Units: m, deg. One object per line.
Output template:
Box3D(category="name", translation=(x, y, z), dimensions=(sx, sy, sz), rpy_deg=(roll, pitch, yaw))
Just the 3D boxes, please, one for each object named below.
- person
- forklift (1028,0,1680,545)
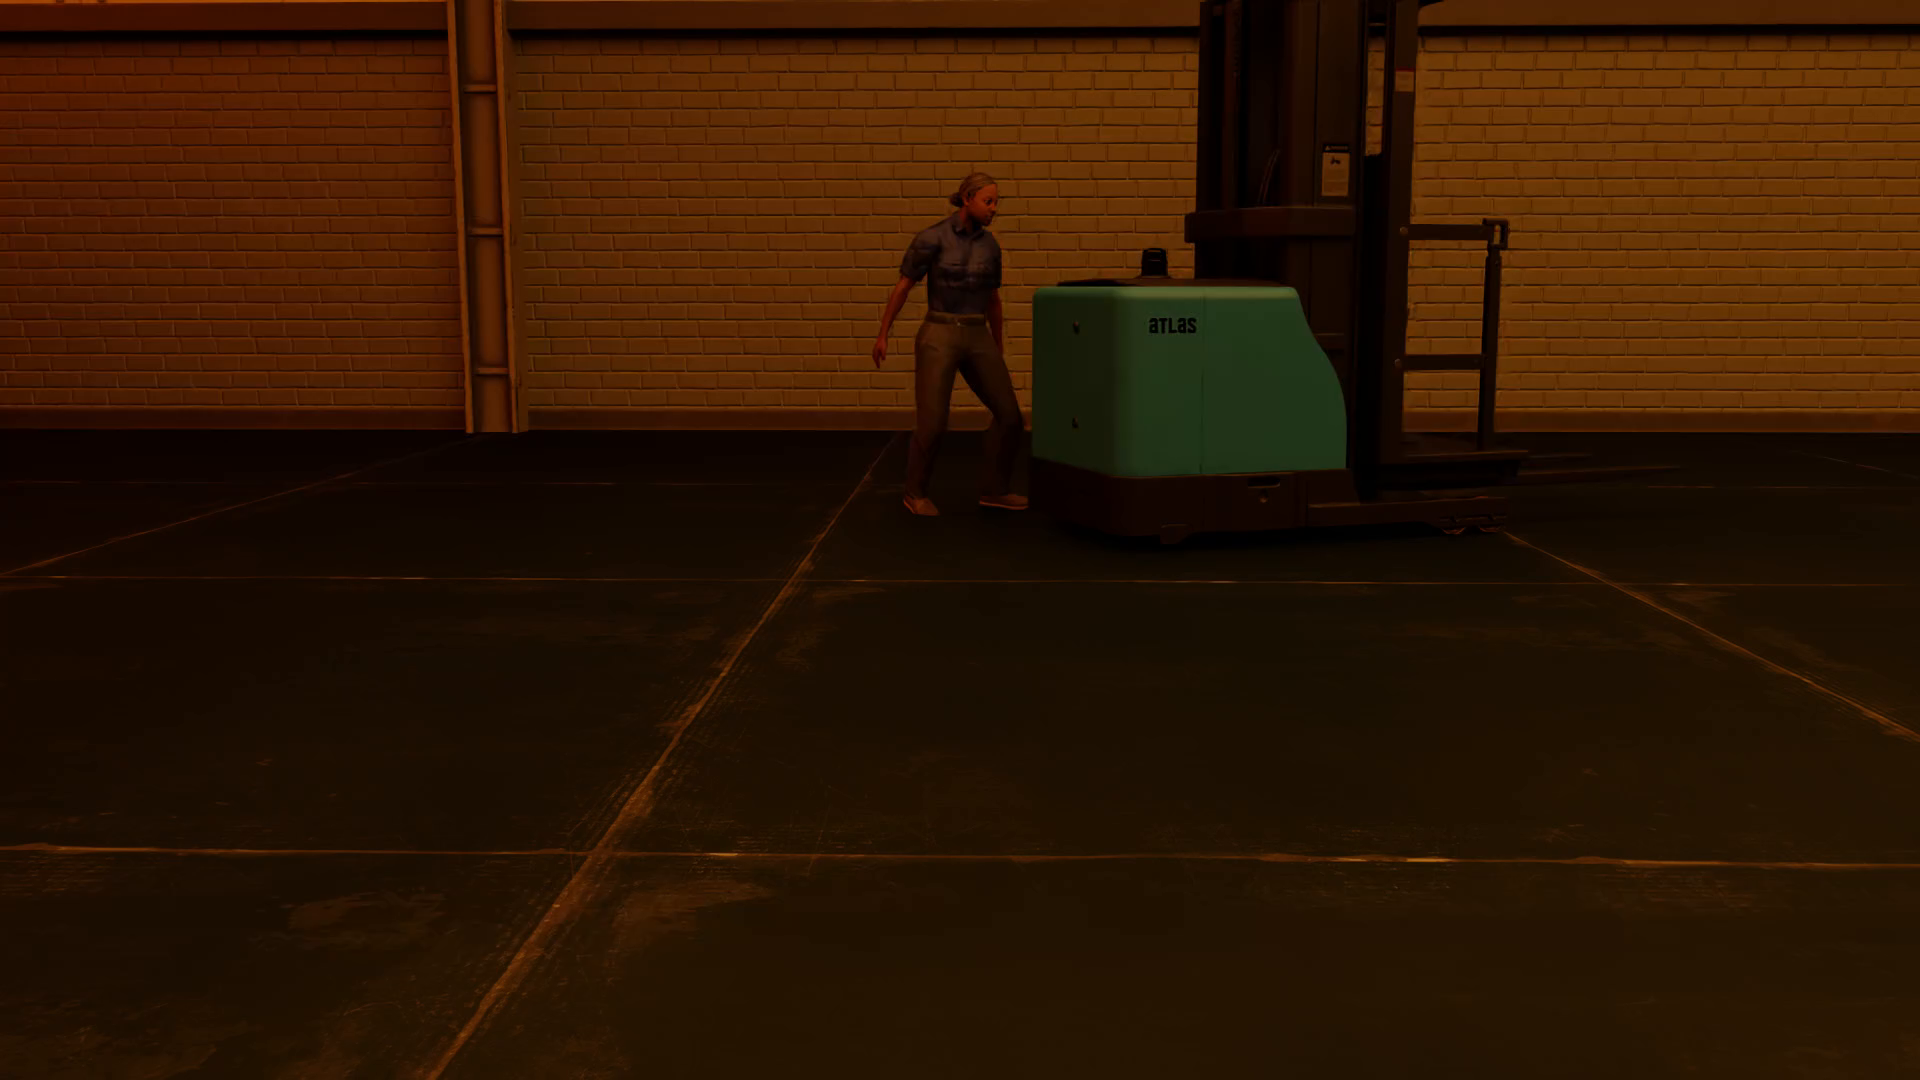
Box3D(category="person", translation=(-0.022, -0.912, 7.898), dimensions=(0.812, 1.628, 0.414), rpy_deg=(-4, 10, -24))
Box3D(category="forklift", translation=(1.886, -1.540, 7.504), dimensions=(3.031, 2.935, 1.130), rpy_deg=(-3, 9, -20))
